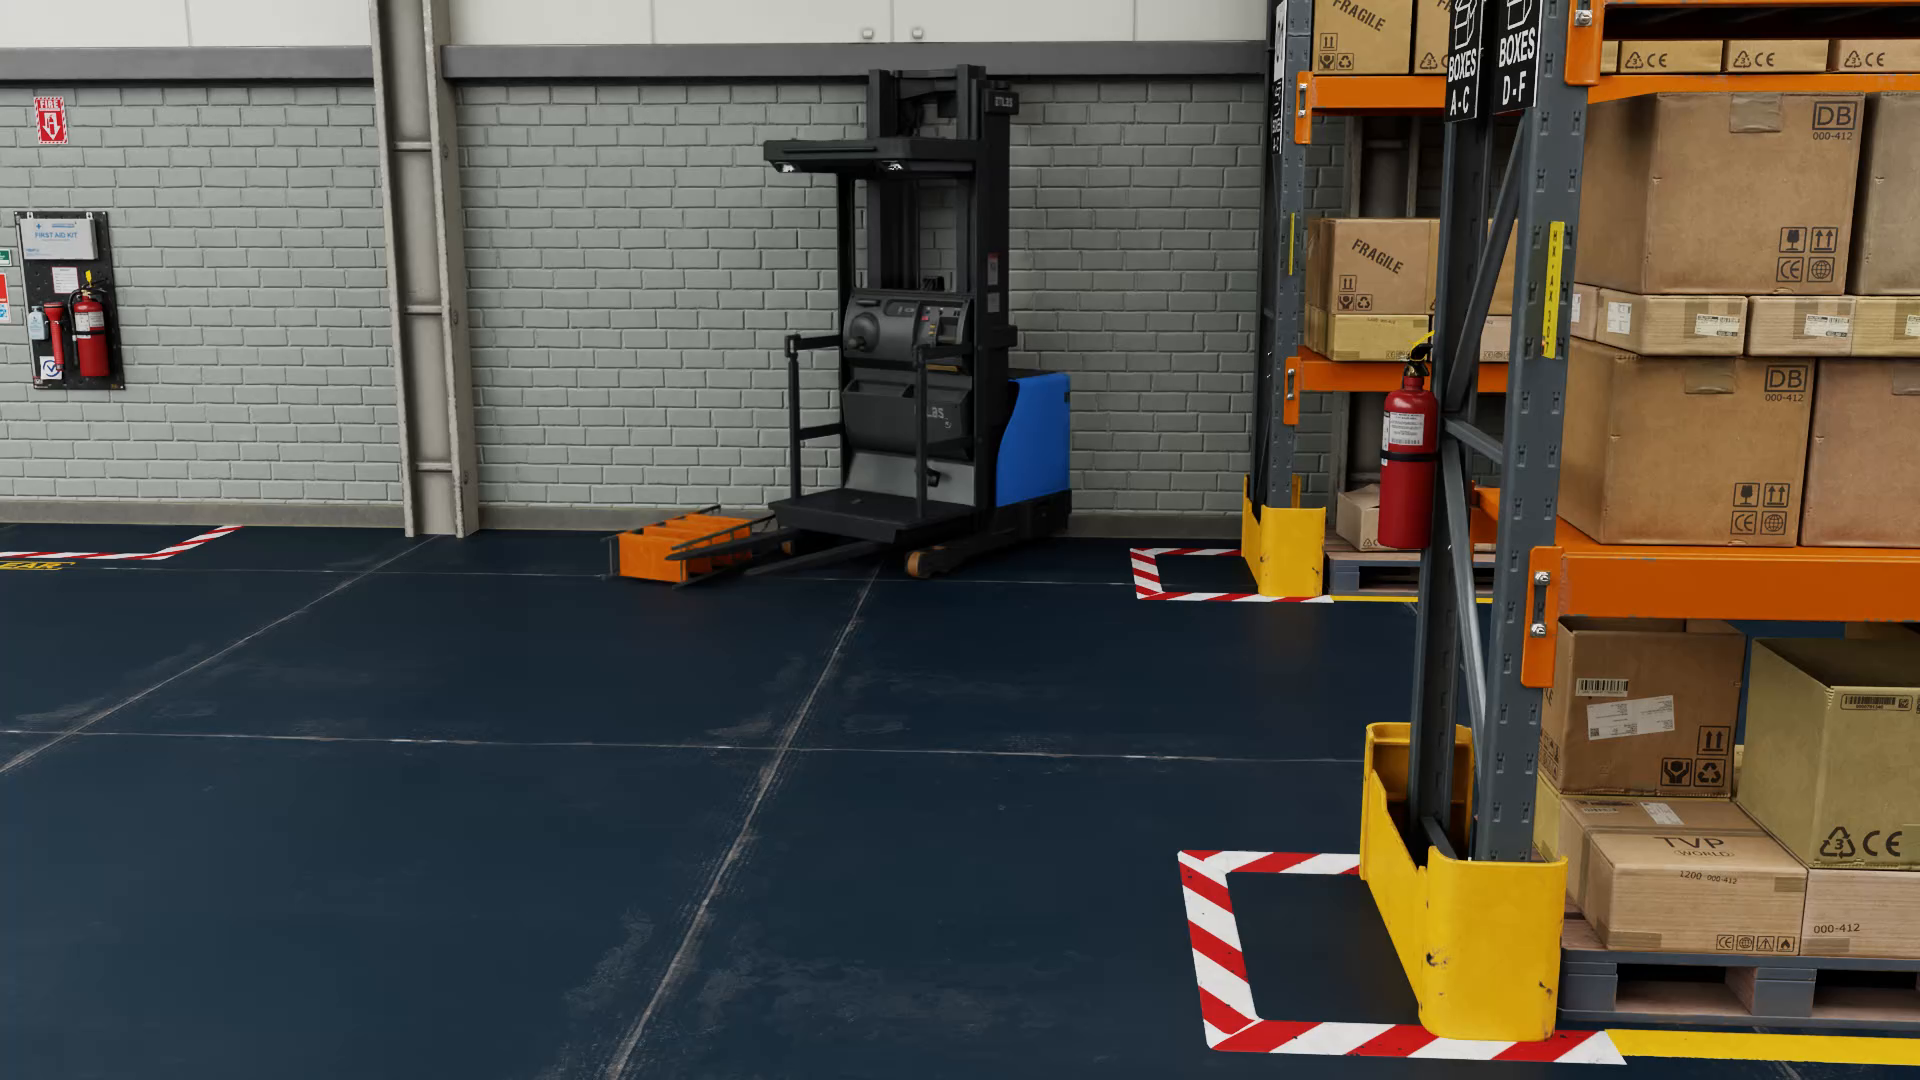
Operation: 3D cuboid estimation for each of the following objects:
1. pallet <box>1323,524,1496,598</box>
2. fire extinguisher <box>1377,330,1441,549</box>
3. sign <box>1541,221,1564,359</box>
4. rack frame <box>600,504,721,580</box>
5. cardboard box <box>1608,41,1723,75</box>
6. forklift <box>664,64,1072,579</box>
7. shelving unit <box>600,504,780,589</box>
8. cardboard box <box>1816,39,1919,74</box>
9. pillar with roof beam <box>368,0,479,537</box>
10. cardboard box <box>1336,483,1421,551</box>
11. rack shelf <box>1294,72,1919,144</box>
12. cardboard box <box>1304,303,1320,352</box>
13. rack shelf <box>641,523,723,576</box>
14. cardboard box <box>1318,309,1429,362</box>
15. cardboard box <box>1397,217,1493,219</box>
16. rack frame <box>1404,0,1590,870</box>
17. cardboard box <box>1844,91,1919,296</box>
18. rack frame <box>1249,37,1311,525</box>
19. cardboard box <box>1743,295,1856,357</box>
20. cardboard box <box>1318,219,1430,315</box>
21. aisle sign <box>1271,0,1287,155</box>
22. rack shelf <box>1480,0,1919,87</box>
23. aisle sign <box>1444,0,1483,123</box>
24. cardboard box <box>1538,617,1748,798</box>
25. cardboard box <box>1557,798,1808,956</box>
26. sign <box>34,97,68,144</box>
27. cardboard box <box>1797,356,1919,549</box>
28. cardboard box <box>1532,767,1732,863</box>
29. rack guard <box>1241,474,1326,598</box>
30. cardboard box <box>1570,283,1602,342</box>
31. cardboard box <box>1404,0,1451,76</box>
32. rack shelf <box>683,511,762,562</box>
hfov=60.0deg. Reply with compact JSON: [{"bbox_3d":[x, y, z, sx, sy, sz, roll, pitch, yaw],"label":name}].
[{"bbox_3d":[2.693,0.114,9.707,1.213,0.211,1.003,1,12,4],"label":"pallet"},{"bbox_3d":[1.395,-0.317,5.146,0.183,0.674,0.296,1,12,4],"label":"fire extinguisher"},{"bbox_3d":[1.439,-0.607,4.038,0.005,0.325,0.100,1,12,4],"label":"sign"},{"bbox_3d":[-1.785,0.003,10.036,0.015,0.240,1.200,6,13,25],"label":"rack frame"},{"bbox_3d":[3.714,-2.718,8.815,0.500,0.500,0.500,2,12,7],"label":"cardboard box"},{"bbox_3d":[-0.454,-1.318,9.912,1.130,2.935,3.031,9,15,36],"label":"forklift"},{"bbox_3d":[-1.565,0.025,9.931,0.503,0.258,1.200,6,13,25],"label":"shelving unit"},{"bbox_3d":[4.776,-2.708,8.771,0.500,0.500,0.500,0,12,-1],"label":"cardboard box"},{"bbox_3d":[-3.709,-3.576,5.887,0.400,9.000,9.100,1,12,4],"label":"pillar with roof beam"},{"bbox_3d":[2.494,-0.142,9.611,0.500,0.311,0.500,-1,12,-3],"label":"cardboard box"},{"bbox_3d":[3.805,-2.359,9.150,4.000,0.370,1.077,1,12,4],"label":"rack shelf"},{"bbox_3d":[2.289,-1.240,9.686,0.500,0.250,0.500,1,12,5],"label":"cardboard box"},{"bbox_3d":[-1.634,0.053,9.794,0.480,0.258,0.148,6,13,25],"label":"rack shelf"},{"bbox_3d":[2.275,-1.135,9.186,0.500,0.250,0.500,0,12,2],"label":"cardboard box"},{"bbox_3d":[2.795,-1.602,9.585,0.500,0.500,0.500,1,12,5],"label":"cardboard box"},{"bbox_3d":[1.482,-0.258,4.676,0.127,3.000,1.000,1,12,4],"label":"rack frame"},{"bbox_3d":[2.525,-0.926,4.458,0.500,0.500,0.700,0,12,2],"label":"cardboard box"},{"bbox_3d":[1.809,-1.270,9.514,0.127,3.000,1.000,1,12,4],"label":"rack frame"},{"bbox_3d":[2.123,-0.572,4.349,0.250,0.149,0.380,0,12,2],"label":"cardboard box"},{"bbox_3d":[2.266,-1.506,9.126,0.500,0.500,0.500,1,12,4],"label":"cardboard box"},{"bbox_3d":[1.717,-2.482,8.960,0.004,0.787,0.394,1,12,4],"label":"aisle sign"},{"bbox_3d":[3.478,-1.347,4.312,4.000,0.370,1.077,1,12,4],"label":"rack shelf"},{"bbox_3d":[1.436,-1.592,4.701,0.004,0.787,0.394,1,12,4],"label":"aisle sign"},{"bbox_3d":[2.037,0.462,5.094,0.500,0.500,0.500,1,12,4],"label":"cardboard box"},{"bbox_3d":[2.002,0.935,4.662,0.500,0.250,0.500,1,12,4],"label":"cardboard box"},{"bbox_3d":[-5.886,-2.716,10.765,0.199,0.298,0.001,1,12,4],"label":"sign"},{"bbox_3d":[2.471,-0.292,4.593,0.500,0.500,0.700,1,12,5],"label":"cardboard box"},{"bbox_3d":[2.037,0.829,5.168,0.500,0.250,0.500,1,12,4],"label":"cardboard box"},{"bbox_3d":[1.885,-0.046,9.765,0.348,0.500,1.175,1,12,4],"label":"rack guard"},{"bbox_3d":[1.876,-0.658,4.761,0.250,0.149,0.380,1,12,3],"label":"cardboard box"},{"bbox_3d":[2.660,-2.727,8.859,0.500,0.500,0.500,2,12,8],"label":"cardboard box"},{"bbox_3d":[-1.449,-0.024,10.166,0.480,0.258,0.148,6,13,25],"label":"rack shelf"}]
